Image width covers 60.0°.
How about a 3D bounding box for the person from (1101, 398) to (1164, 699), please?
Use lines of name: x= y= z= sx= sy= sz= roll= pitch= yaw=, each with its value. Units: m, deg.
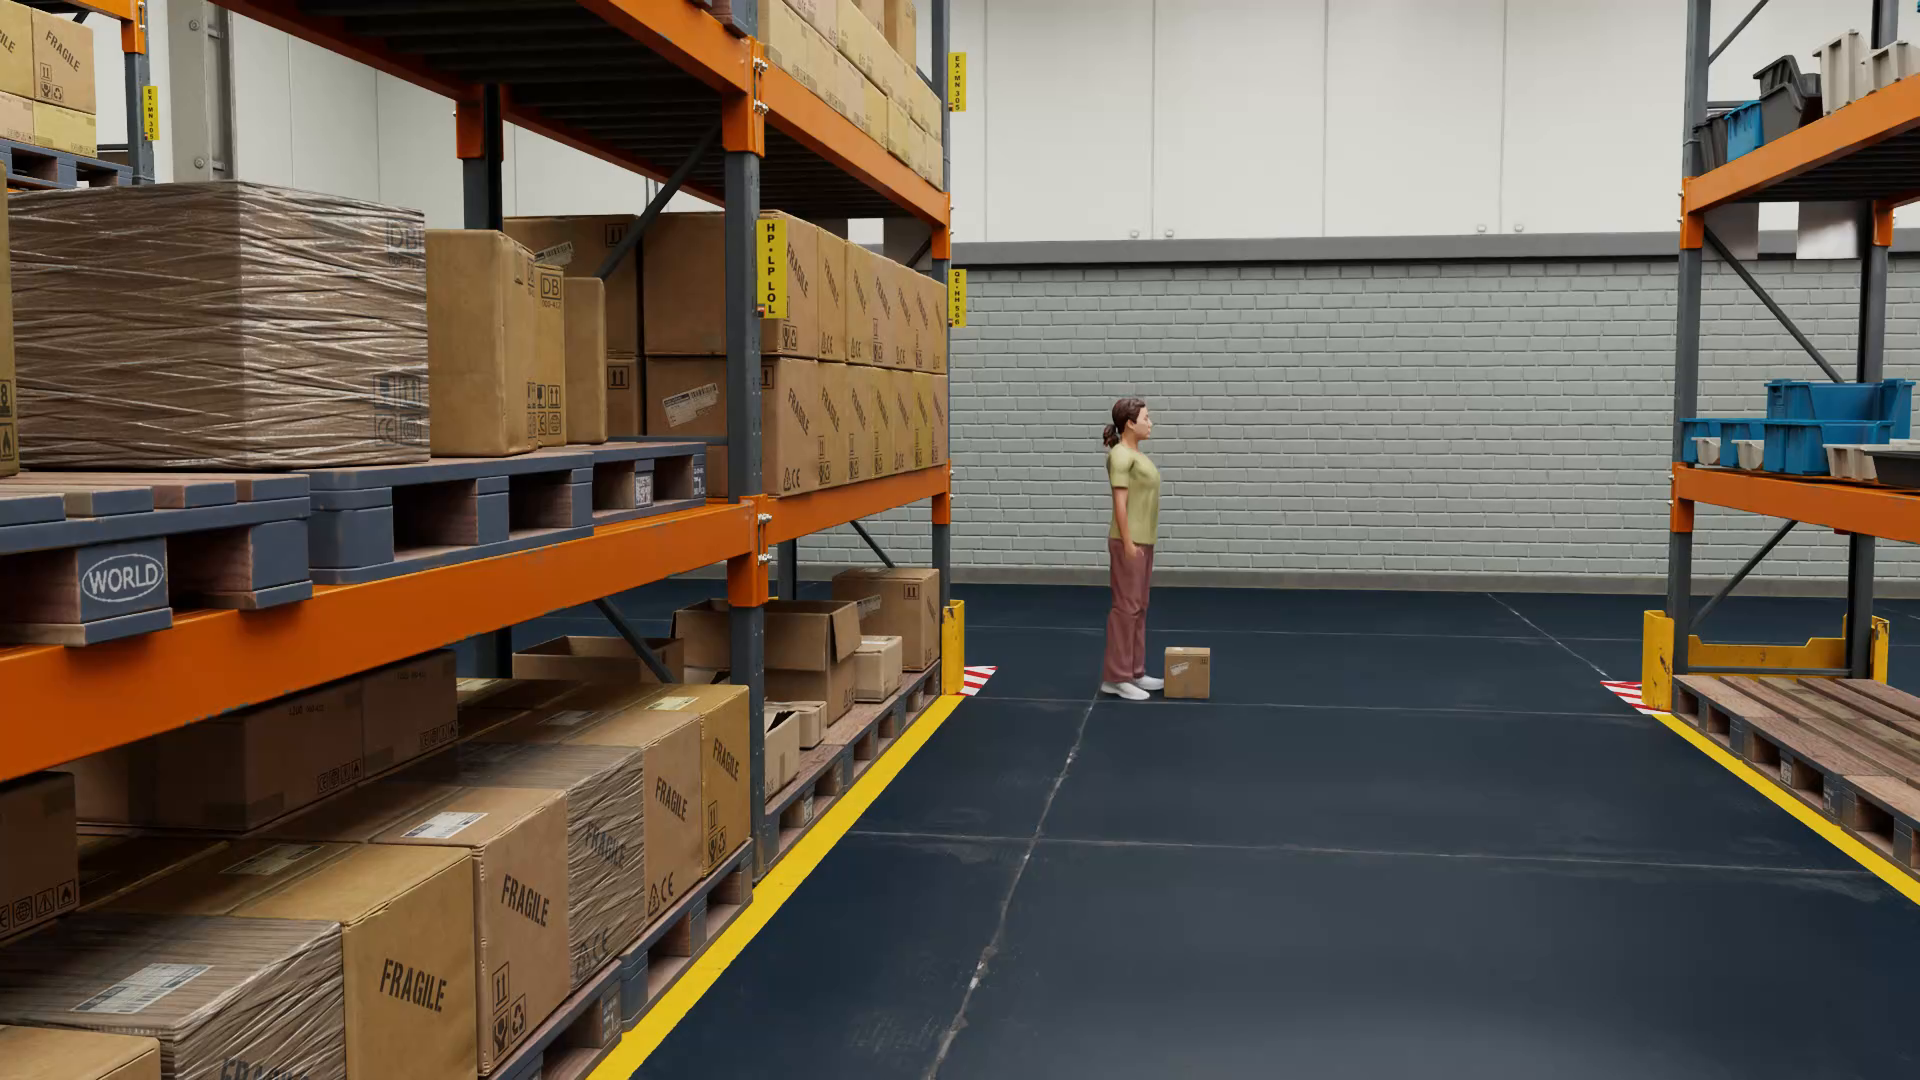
person: x=0.975 y=0.041 z=9.450 sx=0.362 sy=1.689 sz=0.450 roll=1 pitch=5 yaw=18
